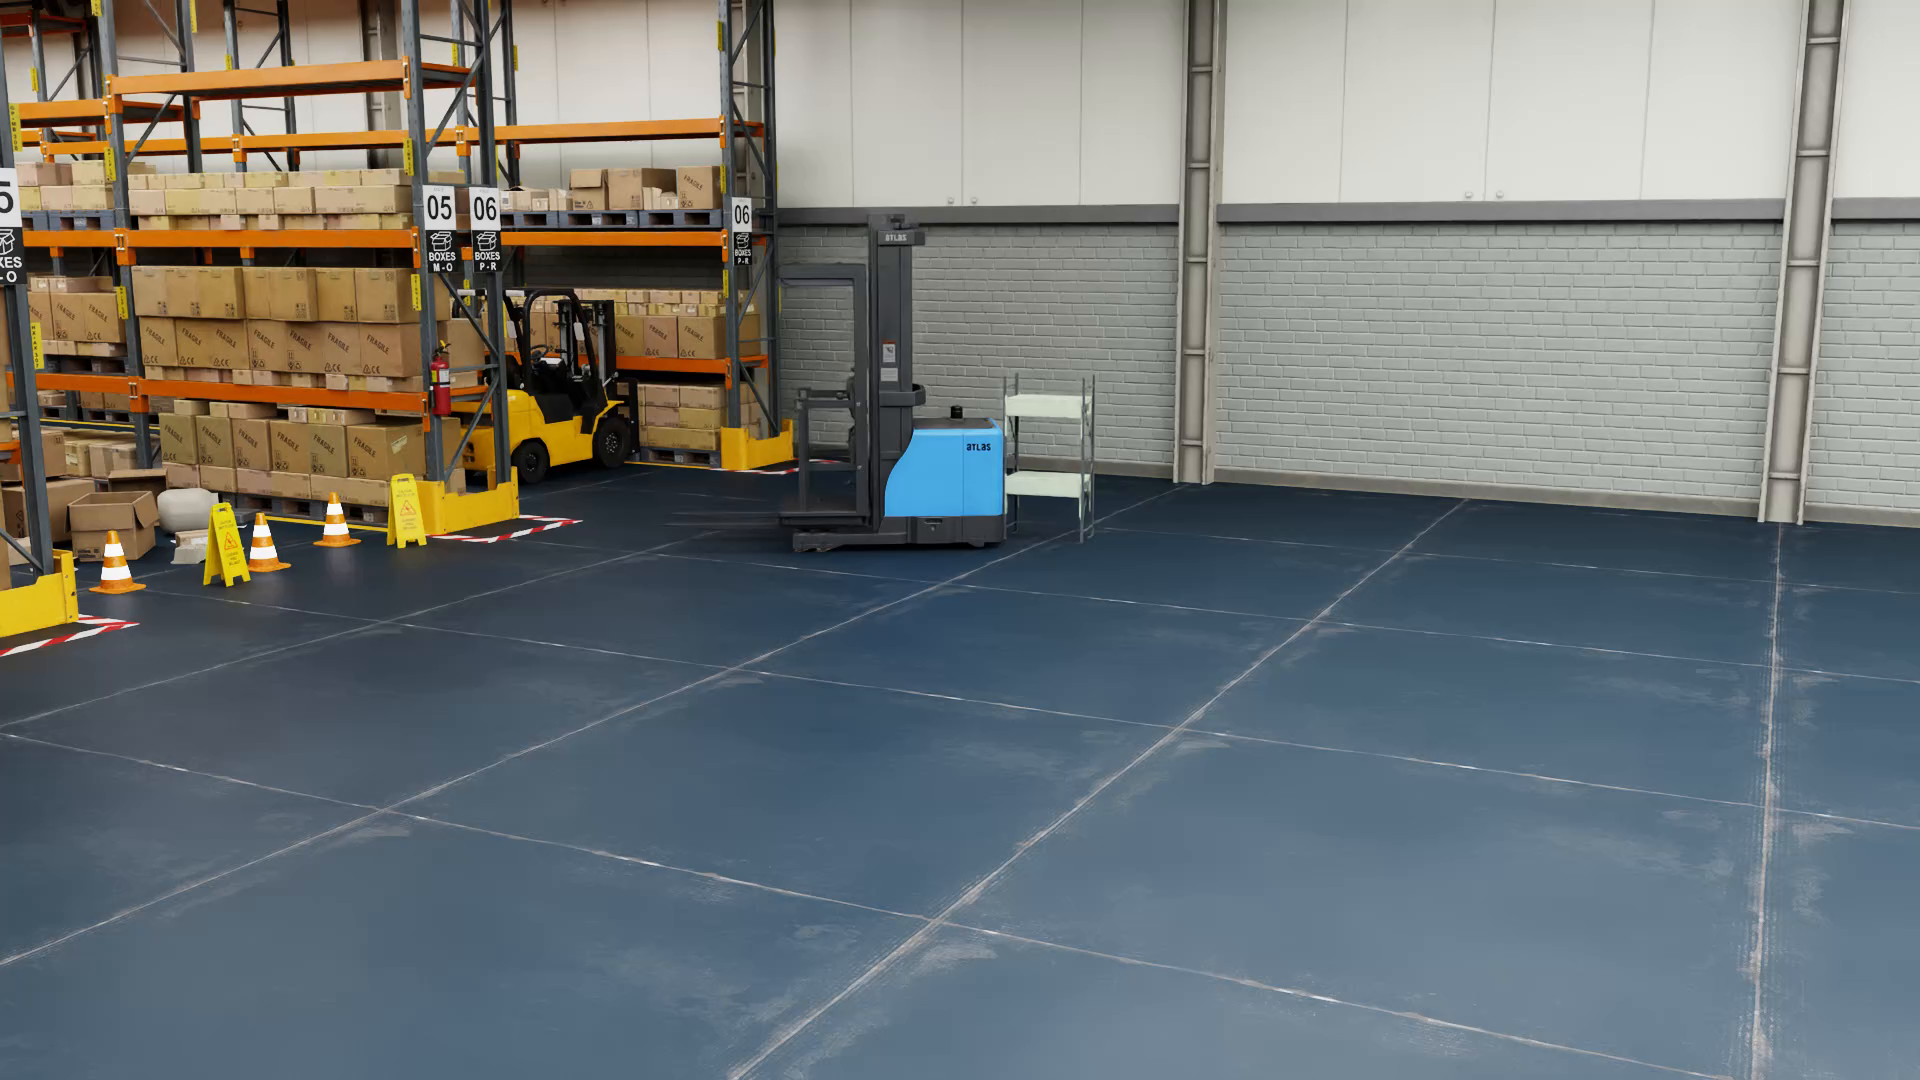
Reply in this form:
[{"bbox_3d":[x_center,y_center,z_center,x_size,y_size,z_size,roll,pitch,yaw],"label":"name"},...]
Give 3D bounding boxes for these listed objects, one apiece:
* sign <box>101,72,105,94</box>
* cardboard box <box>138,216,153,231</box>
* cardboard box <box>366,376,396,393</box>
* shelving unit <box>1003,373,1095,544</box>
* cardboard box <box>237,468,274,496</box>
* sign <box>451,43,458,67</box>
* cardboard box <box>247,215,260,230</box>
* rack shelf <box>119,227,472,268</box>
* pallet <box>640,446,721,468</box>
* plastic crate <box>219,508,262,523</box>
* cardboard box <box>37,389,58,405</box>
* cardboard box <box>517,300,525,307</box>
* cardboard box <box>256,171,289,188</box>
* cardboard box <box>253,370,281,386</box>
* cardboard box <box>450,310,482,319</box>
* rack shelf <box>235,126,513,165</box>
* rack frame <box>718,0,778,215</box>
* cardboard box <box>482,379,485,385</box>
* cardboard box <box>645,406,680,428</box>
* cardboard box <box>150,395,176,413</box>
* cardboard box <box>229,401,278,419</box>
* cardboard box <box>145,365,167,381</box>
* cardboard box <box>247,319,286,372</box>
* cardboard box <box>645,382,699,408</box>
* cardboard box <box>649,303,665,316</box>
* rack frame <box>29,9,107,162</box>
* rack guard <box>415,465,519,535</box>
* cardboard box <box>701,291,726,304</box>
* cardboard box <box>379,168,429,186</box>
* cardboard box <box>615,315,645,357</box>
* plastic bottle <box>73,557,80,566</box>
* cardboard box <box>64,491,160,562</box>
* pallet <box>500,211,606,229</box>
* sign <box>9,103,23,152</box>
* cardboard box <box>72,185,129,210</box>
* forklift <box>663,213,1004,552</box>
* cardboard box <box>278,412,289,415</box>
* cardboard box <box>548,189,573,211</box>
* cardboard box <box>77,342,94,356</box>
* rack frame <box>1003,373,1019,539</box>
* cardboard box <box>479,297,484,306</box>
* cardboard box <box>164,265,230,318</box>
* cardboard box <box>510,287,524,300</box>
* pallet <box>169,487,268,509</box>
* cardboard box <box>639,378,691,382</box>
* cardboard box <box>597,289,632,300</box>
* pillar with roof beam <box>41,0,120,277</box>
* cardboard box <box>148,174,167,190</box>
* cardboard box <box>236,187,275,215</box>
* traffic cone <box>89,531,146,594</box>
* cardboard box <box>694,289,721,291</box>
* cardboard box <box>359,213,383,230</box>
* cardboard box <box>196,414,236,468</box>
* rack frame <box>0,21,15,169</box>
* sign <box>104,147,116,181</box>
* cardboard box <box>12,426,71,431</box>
[{"bbox_3d":[-13.020,-6.936,25.237,0.005,0.325,0.100,5,11,26],"label":"sign"},{"bbox_3d":[-8.106,-3.222,16.911,0.250,0.149,0.380,5,11,25],"label":"cardboard box"},{"bbox_3d":[-5.398,-1.492,15.779,0.250,0.149,0.380,5,11,25],"label":"cardboard box"},{"bbox_3d":[0.814,-0.756,15.218,0.755,1.500,0.431,3,11,18],"label":"shelving unit"},{"bbox_3d":[-6.909,-0.616,16.773,0.500,0.250,0.500,5,11,25],"label":"cardboard box"},{"bbox_3d":[-6.315,-6.090,20.785,0.005,0.325,0.100,5,11,26],"label":"sign"},{"bbox_3d":[-6.723,-3.100,16.241,0.250,0.149,0.380,5,11,26],"label":"cardboard box"},{"bbox_3d":[-6.485,-2.898,16.438,4.000,0.370,1.077,5,11,26],"label":"rack shelf"},{"bbox_3d":[-3.203,-1.093,20.696,1.213,0.211,1.003,5,11,26],"label":"pallet"},{"bbox_3d":[-7.234,-0.242,16.364,0.583,0.080,0.402,1,10,6],"label":"plastic crate"},{"bbox_3d":[-14.210,-2.244,25.721,0.258,0.266,0.396,5,12,28],"label":"cardboard box"},{"bbox_3d":[-5.438,-2.992,21.256,0.250,0.149,0.380,5,11,26],"label":"cardboard box"},{"bbox_3d":[-6.516,-3.458,15.979,0.250,0.149,0.380,5,12,27],"label":"cardboard box"},{"bbox_3d":[-6.757,-1.616,16.463,0.250,0.149,0.380,5,11,26],"label":"cardboard box"},{"bbox_3d":[-6.640,-2.897,21.850,0.500,0.250,0.500,5,11,25],"label":"cardboard box"},{"bbox_3d":[-7.880,-5.286,22.330,4.000,0.370,1.077,5,11,26],"label":"rack shelf"},{"bbox_3d":[-2.499,-5.364,19.618,0.127,3.000,1.000,5,11,26],"label":"rack frame"},{"bbox_3d":[-6.559,-1.804,22.285,0.625,0.625,0.875,6,12,28],"label":"cardboard box"},{"bbox_3d":[-3.519,-1.541,20.479,0.500,0.250,0.500,5,11,25],"label":"cardboard box"},{"bbox_3d":[-11.536,-2.137,24.477,0.500,0.500,0.500,5,11,24],"label":"cardboard box"},{"bbox_3d":[-7.079,-1.305,16.655,0.250,0.149,0.380,6,12,29],"label":"cardboard box"},{"bbox_3d":[-8.138,-1.734,17.114,0.250,0.149,0.380,5,11,26],"label":"cardboard box"},{"bbox_3d":[-6.641,-1.936,16.408,0.500,0.500,0.500,5,11,26],"label":"cardboard box"},{"bbox_3d":[-3.510,-1.783,20.413,0.500,0.250,0.500,5,12,27],"label":"cardboard box"},{"bbox_3d":[-3.599,-2.829,20.359,0.250,0.149,0.380,5,11,25],"label":"cardboard box"},{"bbox_3d":[-13.260,-6.309,24.842,0.127,3.000,1.000,5,11,26],"label":"rack frame"},{"bbox_3d":[-4.760,-0.394,16.026,0.348,0.500,1.175,5,11,26],"label":"rack guard"},{"bbox_3d":[-2.913,-2.921,20.029,0.250,0.149,0.380,5,11,26],"label":"cardboard box"},{"bbox_3d":[-5.126,-3.343,15.341,0.250,0.149,0.380,5,11,26],"label":"cardboard box"},{"bbox_3d":[-3.977,-2.540,20.582,0.500,0.500,0.500,5,11,25],"label":"cardboard box"},{"bbox_3d":[-7.613,0.184,14.061,0.283,0.061,0.133,1,10,6],"label":"plastic bottle"},{"bbox_3d":[-7.387,-0.124,14.523,0.637,0.503,0.797,-2,11,-14],"label":"cardboard box"},{"bbox_3d":[-5.310,-4.096,21.286,1.213,0.211,1.003,5,11,26],"label":"pallet"},{"bbox_3d":[-6.541,-2.853,11.493,0.005,0.325,0.100,5,11,26],"label":"sign"},{"bbox_3d":[-8.867,-3.565,17.347,0.500,0.250,0.500,5,11,25],"label":"cardboard box"},{"bbox_3d":[-1.145,-1.431,14.924,3.031,2.935,1.130,-1,10,-3],"label":"forklift"},{"bbox_3d":[-6.715,-1.073,17.190,0.500,0.500,0.500,6,12,29],"label":"cardboard box"},{"bbox_3d":[-4.889,-4.227,20.678,0.258,0.266,0.396,5,11,24],"label":"cardboard box"},{"bbox_3d":[-9.091,-2.037,17.607,0.250,0.149,0.380,5,11,24],"label":"cardboard box"},{"bbox_3d":[0.468,-0.777,15.334,0.023,1.500,0.400,3,11,18],"label":"rack frame"},{"bbox_3d":[-6.306,-3.157,22.169,0.250,0.149,0.380,5,11,25],"label":"cardboard box"},{"bbox_3d":[-7.532,-2.508,16.762,0.500,0.500,0.700,5,11,26],"label":"cardboard box"},{"bbox_3d":[-5.649,-3.166,21.381,0.250,0.149,0.380,5,11,27],"label":"cardboard box"},{"bbox_3d":[-7.661,-0.514,17.499,1.213,0.211,1.003,5,11,26],"label":"pallet"},{"bbox_3d":[-3.740,-1.905,21.088,0.500,0.250,0.500,5,11,25],"label":"cardboard box"},{"bbox_3d":[-4.292,-3.041,20.691,0.250,0.149,0.380,5,11,27],"label":"cardboard box"},{"bbox_3d":[-15.391,-5.820,22.142,0.548,9.000,9.100,5,11,26],"label":"pillar with roof beam"},{"bbox_3d":[-7.895,-3.586,16.683,0.250,0.149,0.380,5,12,28],"label":"cardboard box"},{"bbox_3d":[-6.642,-3.284,16.134,0.500,0.250,0.500,5,11,26],"label":"cardboard box"},{"bbox_3d":[-6.639,0.160,13.068,0.334,0.463,0.336,5,11,26],"label":"traffic cone"},{"bbox_3d":[-3.168,-3.031,20.640,0.250,0.149,0.380,5,12,27],"label":"cardboard box"},{"bbox_3d":[-5.373,-2.969,15.513,0.250,0.149,0.380,5,11,26],"label":"cardboard box"},{"bbox_3d":[-7.384,-1.026,16.934,0.500,0.500,0.500,6,12,28],"label":"cardboard box"},{"bbox_3d":[-6.792,-3.772,10.824,0.127,3.000,1.000,5,11,26],"label":"rack frame"},{"bbox_3d":[-8.521,-3.769,16.672,0.005,0.325,0.100,5,11,26],"label":"sign"},{"bbox_3d":[-10.699,-1.059,18.881,0.625,0.372,0.950,5,11,25],"label":"cardboard box"}]
